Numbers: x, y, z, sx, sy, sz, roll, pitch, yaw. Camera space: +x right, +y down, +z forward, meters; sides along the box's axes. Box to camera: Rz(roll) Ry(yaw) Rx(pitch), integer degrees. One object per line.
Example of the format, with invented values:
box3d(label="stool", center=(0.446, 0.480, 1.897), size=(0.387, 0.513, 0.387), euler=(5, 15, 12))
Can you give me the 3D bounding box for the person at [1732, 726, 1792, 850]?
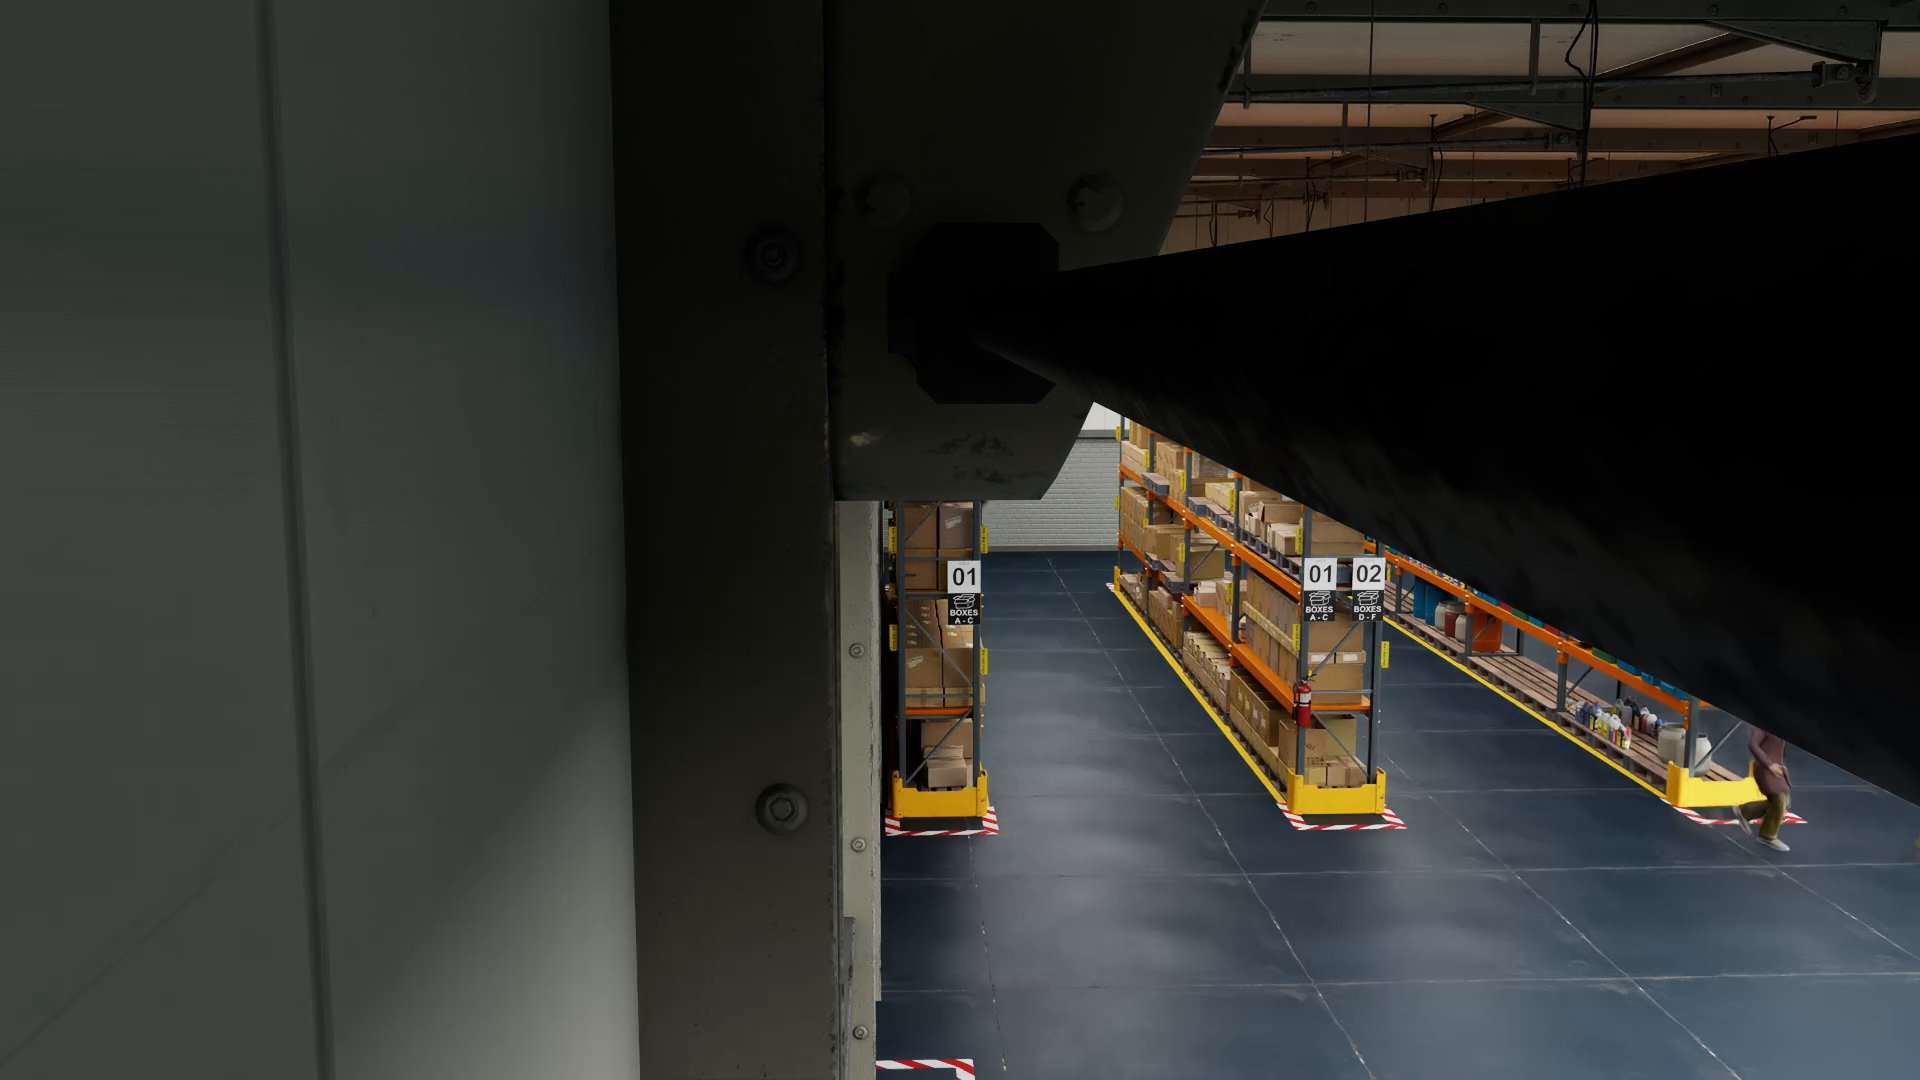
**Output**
box3d(label="person", center=(9.409, 2.706, 19.426), size=(0.662, 1.758, 0.742), euler=(7, 11, 40))
